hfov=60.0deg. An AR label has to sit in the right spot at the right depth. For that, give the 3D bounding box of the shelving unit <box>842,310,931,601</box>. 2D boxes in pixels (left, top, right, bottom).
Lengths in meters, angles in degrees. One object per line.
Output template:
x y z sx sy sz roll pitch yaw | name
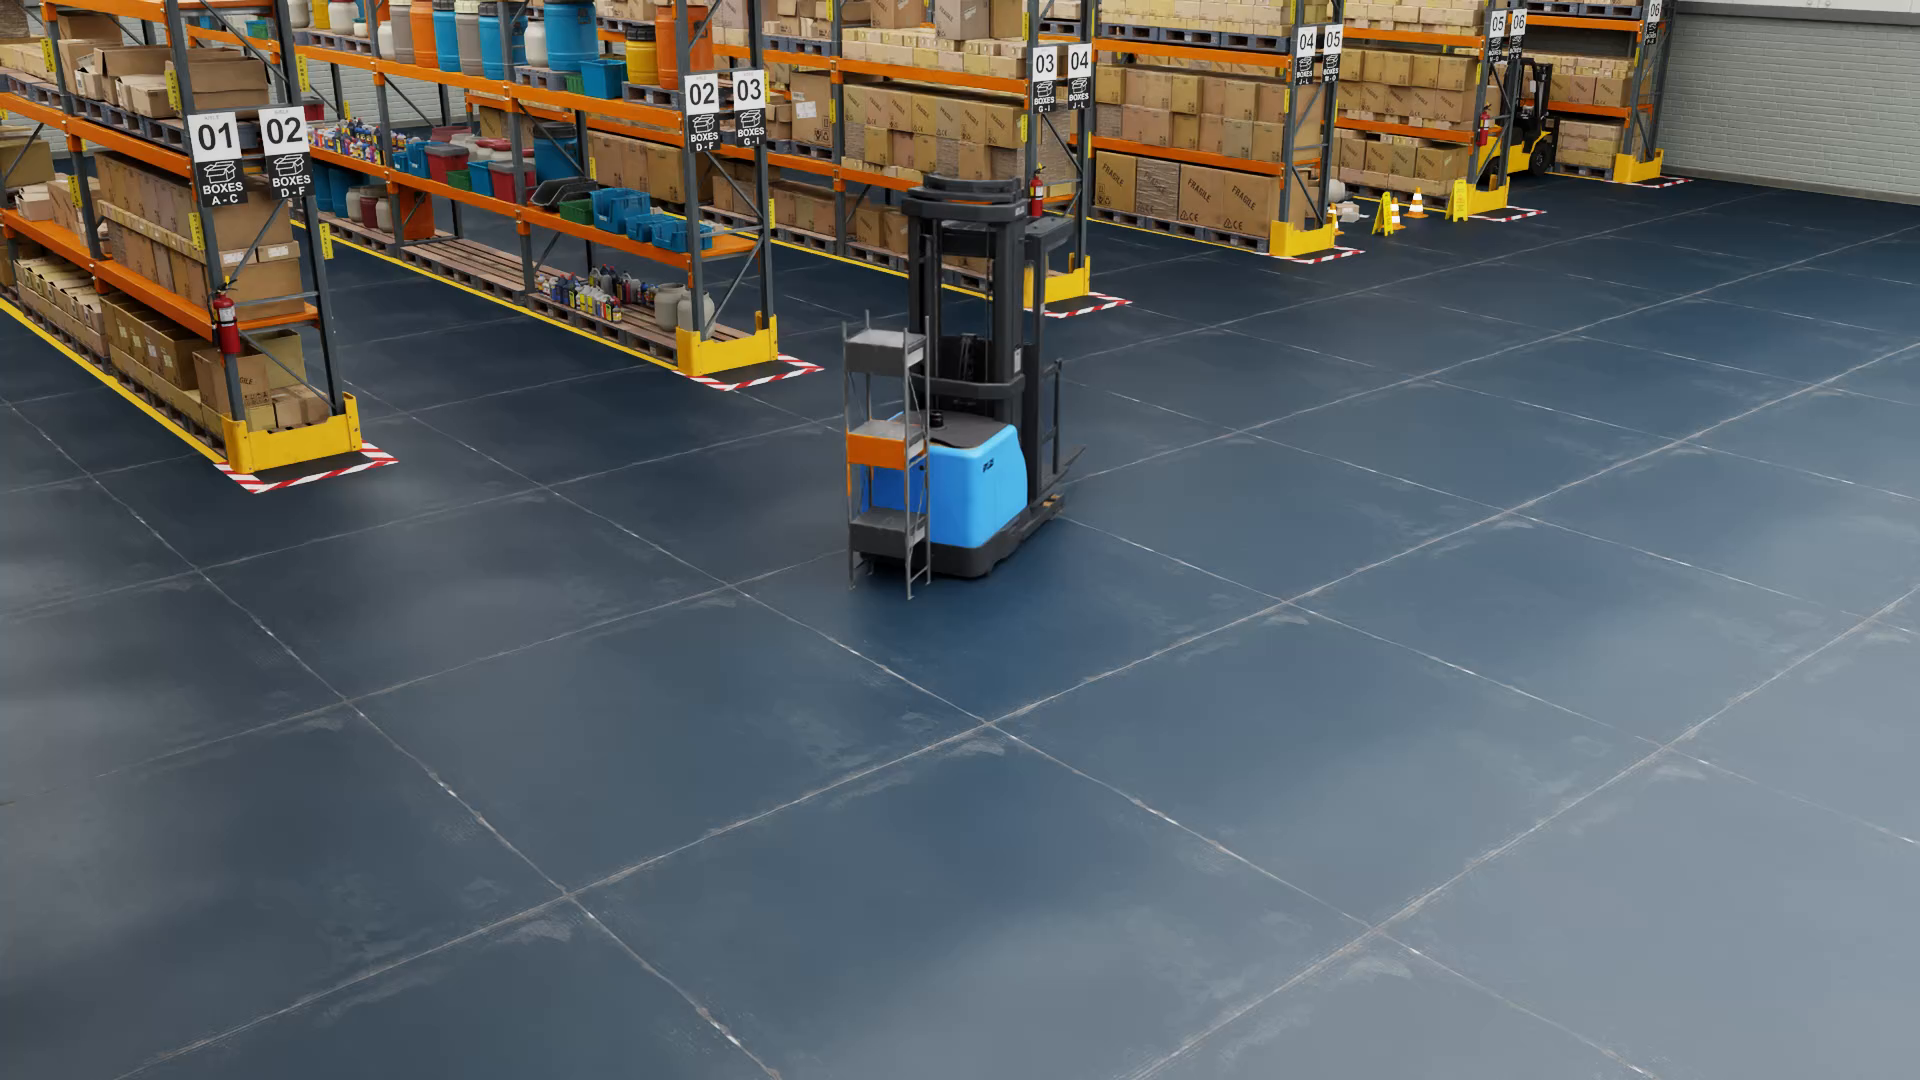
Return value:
-0.538 -0.620 12.414 0.503 2.100 0.431 9 23 22 | shelving unit

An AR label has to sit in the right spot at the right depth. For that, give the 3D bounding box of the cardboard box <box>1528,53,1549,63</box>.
10.945 -9.116 31.438 0.380 0.149 0.250 -17 27 -37 | cardboard box

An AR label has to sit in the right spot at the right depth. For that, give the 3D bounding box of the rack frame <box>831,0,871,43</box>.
-1.381 -8.441 22.923 1.000 3.000 0.127 -17 27 -37 | rack frame

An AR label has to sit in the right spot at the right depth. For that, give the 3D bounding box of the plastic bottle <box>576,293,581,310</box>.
-4.631 -2.913 20.268 0.097 0.201 0.097 0 21 0 | plastic bottle

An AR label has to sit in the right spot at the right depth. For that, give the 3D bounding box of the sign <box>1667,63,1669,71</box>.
12.920 -8.655 30.399 0.100 0.325 0.005 -17 27 -37 | sign

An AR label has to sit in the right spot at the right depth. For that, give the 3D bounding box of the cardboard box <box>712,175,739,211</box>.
-3.540 -5.614 26.754 0.700 0.500 0.500 -19 28 -40 | cardboard box

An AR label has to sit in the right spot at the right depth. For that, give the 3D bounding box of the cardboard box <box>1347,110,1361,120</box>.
6.917 -7.371 28.761 0.380 0.149 0.250 -17 27 -37 | cardboard box

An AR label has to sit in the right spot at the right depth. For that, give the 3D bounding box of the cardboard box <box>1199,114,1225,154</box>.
4.131 -6.189 25.192 0.875 0.550 0.550 -17 27 -37 | cardboard box

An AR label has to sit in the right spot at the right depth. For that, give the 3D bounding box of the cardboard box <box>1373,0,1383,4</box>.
7.162 -9.084 27.927 0.380 0.149 0.250 -17 27 -36 | cardboard box

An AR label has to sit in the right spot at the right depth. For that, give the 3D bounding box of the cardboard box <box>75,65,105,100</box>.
-8.407 -4.556 16.470 0.500 0.311 0.500 -19 29 -40 | cardboard box

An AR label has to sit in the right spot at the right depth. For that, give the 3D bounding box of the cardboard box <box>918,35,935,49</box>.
-0.329 -6.583 21.950 0.380 0.149 0.250 -17 27 -36 | cardboard box

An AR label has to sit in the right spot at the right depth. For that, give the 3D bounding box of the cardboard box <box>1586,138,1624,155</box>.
11.941 -7.293 30.725 0.500 0.250 0.500 -18 28 -38 | cardboard box

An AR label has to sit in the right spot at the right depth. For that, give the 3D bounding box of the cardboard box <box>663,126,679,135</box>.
-4.502 -6.877 27.018 0.500 0.500 0.500 -16 27 -36 | cardboard box

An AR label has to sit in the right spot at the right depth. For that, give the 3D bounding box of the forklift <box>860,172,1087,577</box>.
0.258 -1.581 13.728 1.130 2.935 3.031 9 23 22 | forklift

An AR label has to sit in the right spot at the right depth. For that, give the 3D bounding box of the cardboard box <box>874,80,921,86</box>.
-0.879 -6.240 23.612 0.500 0.500 0.500 -17 27 -37 | cardboard box

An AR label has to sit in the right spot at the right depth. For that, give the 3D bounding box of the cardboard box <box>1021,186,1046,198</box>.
0.887 -4.455 21.317 0.380 0.149 0.250 -17 27 -37 | cardboard box

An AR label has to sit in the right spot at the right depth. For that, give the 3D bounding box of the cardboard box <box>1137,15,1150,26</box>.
2.918 -7.931 25.366 0.380 0.149 0.250 -18 28 -38 | cardboard box

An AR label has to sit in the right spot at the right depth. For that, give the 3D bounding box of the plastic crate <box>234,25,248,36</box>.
-11.474 -8.214 26.817 0.293 0.136 0.466 -17 27 -37 | plastic crate

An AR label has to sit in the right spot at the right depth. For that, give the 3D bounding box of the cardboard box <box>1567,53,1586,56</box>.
11.672 -9.100 31.397 0.380 0.149 0.250 -18 28 -39 | cardboard box

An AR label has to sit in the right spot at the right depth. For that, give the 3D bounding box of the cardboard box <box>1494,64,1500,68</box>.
10.359 -9.165 31.971 0.380 0.149 0.250 -17 27 -36 | cardboard box

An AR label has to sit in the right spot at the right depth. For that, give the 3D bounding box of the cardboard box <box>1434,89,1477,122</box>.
8.174 -7.171 27.362 0.500 0.500 0.500 -18 28 -38 | cardboard box

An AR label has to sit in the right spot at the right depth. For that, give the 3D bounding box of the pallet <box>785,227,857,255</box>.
-1.891 -4.564 25.074 1.003 0.211 1.213 -17 27 -37 | pallet

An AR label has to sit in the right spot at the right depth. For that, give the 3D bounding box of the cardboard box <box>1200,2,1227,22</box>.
3.869 -7.749 24.354 0.500 0.250 0.500 -18 27 -38 | cardboard box

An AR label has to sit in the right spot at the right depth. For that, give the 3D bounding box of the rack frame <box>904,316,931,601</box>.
-0.314 -0.585 12.324 0.015 2.100 0.400 9 23 22 | rack frame

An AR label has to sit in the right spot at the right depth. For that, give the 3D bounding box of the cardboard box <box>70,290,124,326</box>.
-9.714 -2.653 18.796 0.500 0.311 0.500 -17 27 -36 | cardboard box

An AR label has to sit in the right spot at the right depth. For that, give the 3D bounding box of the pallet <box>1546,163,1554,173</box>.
11.172 -7.325 32.121 1.003 0.211 1.213 -17 27 -37 | pallet

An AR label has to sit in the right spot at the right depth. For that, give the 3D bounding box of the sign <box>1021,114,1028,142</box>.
0.796 -5.103 20.604 0.100 0.325 0.005 -17 27 -37 | sign

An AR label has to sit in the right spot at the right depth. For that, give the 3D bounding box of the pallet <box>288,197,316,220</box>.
-10.865 -5.575 27.654 1.003 0.211 1.213 -17 27 -37 | pallet

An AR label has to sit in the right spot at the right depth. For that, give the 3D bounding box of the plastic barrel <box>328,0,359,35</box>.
-9.016 -7.684 24.339 0.433 0.535 0.433 0 21 0 | plastic barrel

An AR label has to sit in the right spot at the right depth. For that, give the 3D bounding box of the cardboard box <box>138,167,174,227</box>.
-7.611 -3.404 16.373 0.700 0.500 0.500 -17 27 -37 | cardboard box

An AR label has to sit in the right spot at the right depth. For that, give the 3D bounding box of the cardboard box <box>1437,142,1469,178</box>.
8.404 -6.462 28.261 0.500 0.500 0.500 -19 28 -39 | cardboard box

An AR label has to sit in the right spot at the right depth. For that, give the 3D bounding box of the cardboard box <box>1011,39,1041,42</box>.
0.871 -6.322 21.283 0.380 0.149 0.250 -18 28 -38 | cardboard box

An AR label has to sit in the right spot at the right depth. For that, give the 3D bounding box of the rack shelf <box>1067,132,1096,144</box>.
1.137 -7.018 28.503 1.077 0.370 4.000 -17 27 -37 | rack shelf

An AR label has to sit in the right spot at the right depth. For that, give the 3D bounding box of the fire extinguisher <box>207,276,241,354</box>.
-6.552 -2.006 14.826 0.296 0.674 0.183 -17 27 -37 | fire extinguisher

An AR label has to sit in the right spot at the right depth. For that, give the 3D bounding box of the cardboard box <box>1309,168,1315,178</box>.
6.307 -6.695 29.885 0.500 0.250 0.500 -19 28 -40 | cardboard box

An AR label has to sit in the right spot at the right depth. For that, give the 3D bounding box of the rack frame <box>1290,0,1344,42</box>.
5.053 -8.489 23.045 1.000 3.000 0.127 -17 27 -37 | rack frame

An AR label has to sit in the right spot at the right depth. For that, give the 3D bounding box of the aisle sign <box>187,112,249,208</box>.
-6.457 -3.308 14.478 0.394 0.787 0.004 -17 27 -37 | aisle sign

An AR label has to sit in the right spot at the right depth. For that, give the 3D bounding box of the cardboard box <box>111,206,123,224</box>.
-8.526 -3.379 17.197 0.380 0.149 0.250 -18 28 -39 | cardboard box

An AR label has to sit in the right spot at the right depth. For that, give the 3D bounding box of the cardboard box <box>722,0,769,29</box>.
-3.218 -7.960 24.984 0.500 0.500 0.500 -18 28 -39 | cardboard box

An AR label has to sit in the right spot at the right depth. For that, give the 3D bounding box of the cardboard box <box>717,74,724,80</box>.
-4.822 -9.645 34.567 0.380 0.149 0.250 -16 26 -35 | cardboard box

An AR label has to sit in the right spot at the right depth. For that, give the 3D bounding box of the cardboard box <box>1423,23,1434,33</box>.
7.843 -8.442 27.382 0.380 0.149 0.250 -17 27 -37 | cardboard box

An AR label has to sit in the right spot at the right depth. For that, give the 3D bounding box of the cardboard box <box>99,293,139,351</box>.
-8.823 -2.353 17.770 0.500 0.500 0.500 -17 27 -37 | cardboard box

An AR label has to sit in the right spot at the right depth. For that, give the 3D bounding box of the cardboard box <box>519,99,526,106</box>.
-7.890 -8.103 30.628 0.380 0.149 0.250 -18 28 -38 | cardboard box

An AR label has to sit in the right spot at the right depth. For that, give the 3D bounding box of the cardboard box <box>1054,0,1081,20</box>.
1.860 -8.527 26.747 0.500 0.250 0.500 -17 27 -37 | cardboard box

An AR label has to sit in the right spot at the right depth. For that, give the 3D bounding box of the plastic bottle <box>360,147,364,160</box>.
-8.734 -5.672 24.352 0.097 0.201 0.097 0 21 0 | plastic bottle

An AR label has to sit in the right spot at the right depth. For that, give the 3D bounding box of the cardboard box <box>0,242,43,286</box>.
-12.288 -3.639 21.713 0.500 0.500 0.500 -16 27 -35 | cardboard box

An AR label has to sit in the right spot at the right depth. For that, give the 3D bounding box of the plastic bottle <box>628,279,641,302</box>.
-4.056 -3.108 20.664 0.152 0.276 0.135 -17 27 -36 | plastic bottle

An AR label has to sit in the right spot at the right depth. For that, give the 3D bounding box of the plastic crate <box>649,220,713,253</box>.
-3.076 -3.362 18.384 0.499 0.251 0.616 -17 27 -37 | plastic crate

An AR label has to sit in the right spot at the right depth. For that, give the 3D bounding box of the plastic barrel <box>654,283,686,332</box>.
-3.337 -2.703 19.334 0.421 0.512 0.421 0 21 0 | plastic barrel

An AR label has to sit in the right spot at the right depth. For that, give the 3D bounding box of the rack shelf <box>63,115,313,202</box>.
-7.583 -3.800 16.172 1.077 0.370 4.000 -17 27 -37 | rack shelf

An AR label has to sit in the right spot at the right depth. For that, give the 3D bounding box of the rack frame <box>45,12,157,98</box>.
-8.888 -6.084 16.905 1.000 3.000 0.127 -17 27 -37 | rack frame

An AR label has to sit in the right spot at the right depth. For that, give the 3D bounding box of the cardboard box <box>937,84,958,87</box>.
-0.080 -7.764 29.283 0.500 0.500 0.500 -17 27 -37 | cardboard box

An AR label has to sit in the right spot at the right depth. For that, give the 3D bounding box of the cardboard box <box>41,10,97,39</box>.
-9.650 -5.494 18.113 0.500 0.500 0.500 -14 26 -32 | cardboard box

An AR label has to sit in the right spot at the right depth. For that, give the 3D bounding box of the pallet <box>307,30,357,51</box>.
-9.027 -7.482 24.846 1.003 0.211 1.213 -17 27 -37 | pallet
